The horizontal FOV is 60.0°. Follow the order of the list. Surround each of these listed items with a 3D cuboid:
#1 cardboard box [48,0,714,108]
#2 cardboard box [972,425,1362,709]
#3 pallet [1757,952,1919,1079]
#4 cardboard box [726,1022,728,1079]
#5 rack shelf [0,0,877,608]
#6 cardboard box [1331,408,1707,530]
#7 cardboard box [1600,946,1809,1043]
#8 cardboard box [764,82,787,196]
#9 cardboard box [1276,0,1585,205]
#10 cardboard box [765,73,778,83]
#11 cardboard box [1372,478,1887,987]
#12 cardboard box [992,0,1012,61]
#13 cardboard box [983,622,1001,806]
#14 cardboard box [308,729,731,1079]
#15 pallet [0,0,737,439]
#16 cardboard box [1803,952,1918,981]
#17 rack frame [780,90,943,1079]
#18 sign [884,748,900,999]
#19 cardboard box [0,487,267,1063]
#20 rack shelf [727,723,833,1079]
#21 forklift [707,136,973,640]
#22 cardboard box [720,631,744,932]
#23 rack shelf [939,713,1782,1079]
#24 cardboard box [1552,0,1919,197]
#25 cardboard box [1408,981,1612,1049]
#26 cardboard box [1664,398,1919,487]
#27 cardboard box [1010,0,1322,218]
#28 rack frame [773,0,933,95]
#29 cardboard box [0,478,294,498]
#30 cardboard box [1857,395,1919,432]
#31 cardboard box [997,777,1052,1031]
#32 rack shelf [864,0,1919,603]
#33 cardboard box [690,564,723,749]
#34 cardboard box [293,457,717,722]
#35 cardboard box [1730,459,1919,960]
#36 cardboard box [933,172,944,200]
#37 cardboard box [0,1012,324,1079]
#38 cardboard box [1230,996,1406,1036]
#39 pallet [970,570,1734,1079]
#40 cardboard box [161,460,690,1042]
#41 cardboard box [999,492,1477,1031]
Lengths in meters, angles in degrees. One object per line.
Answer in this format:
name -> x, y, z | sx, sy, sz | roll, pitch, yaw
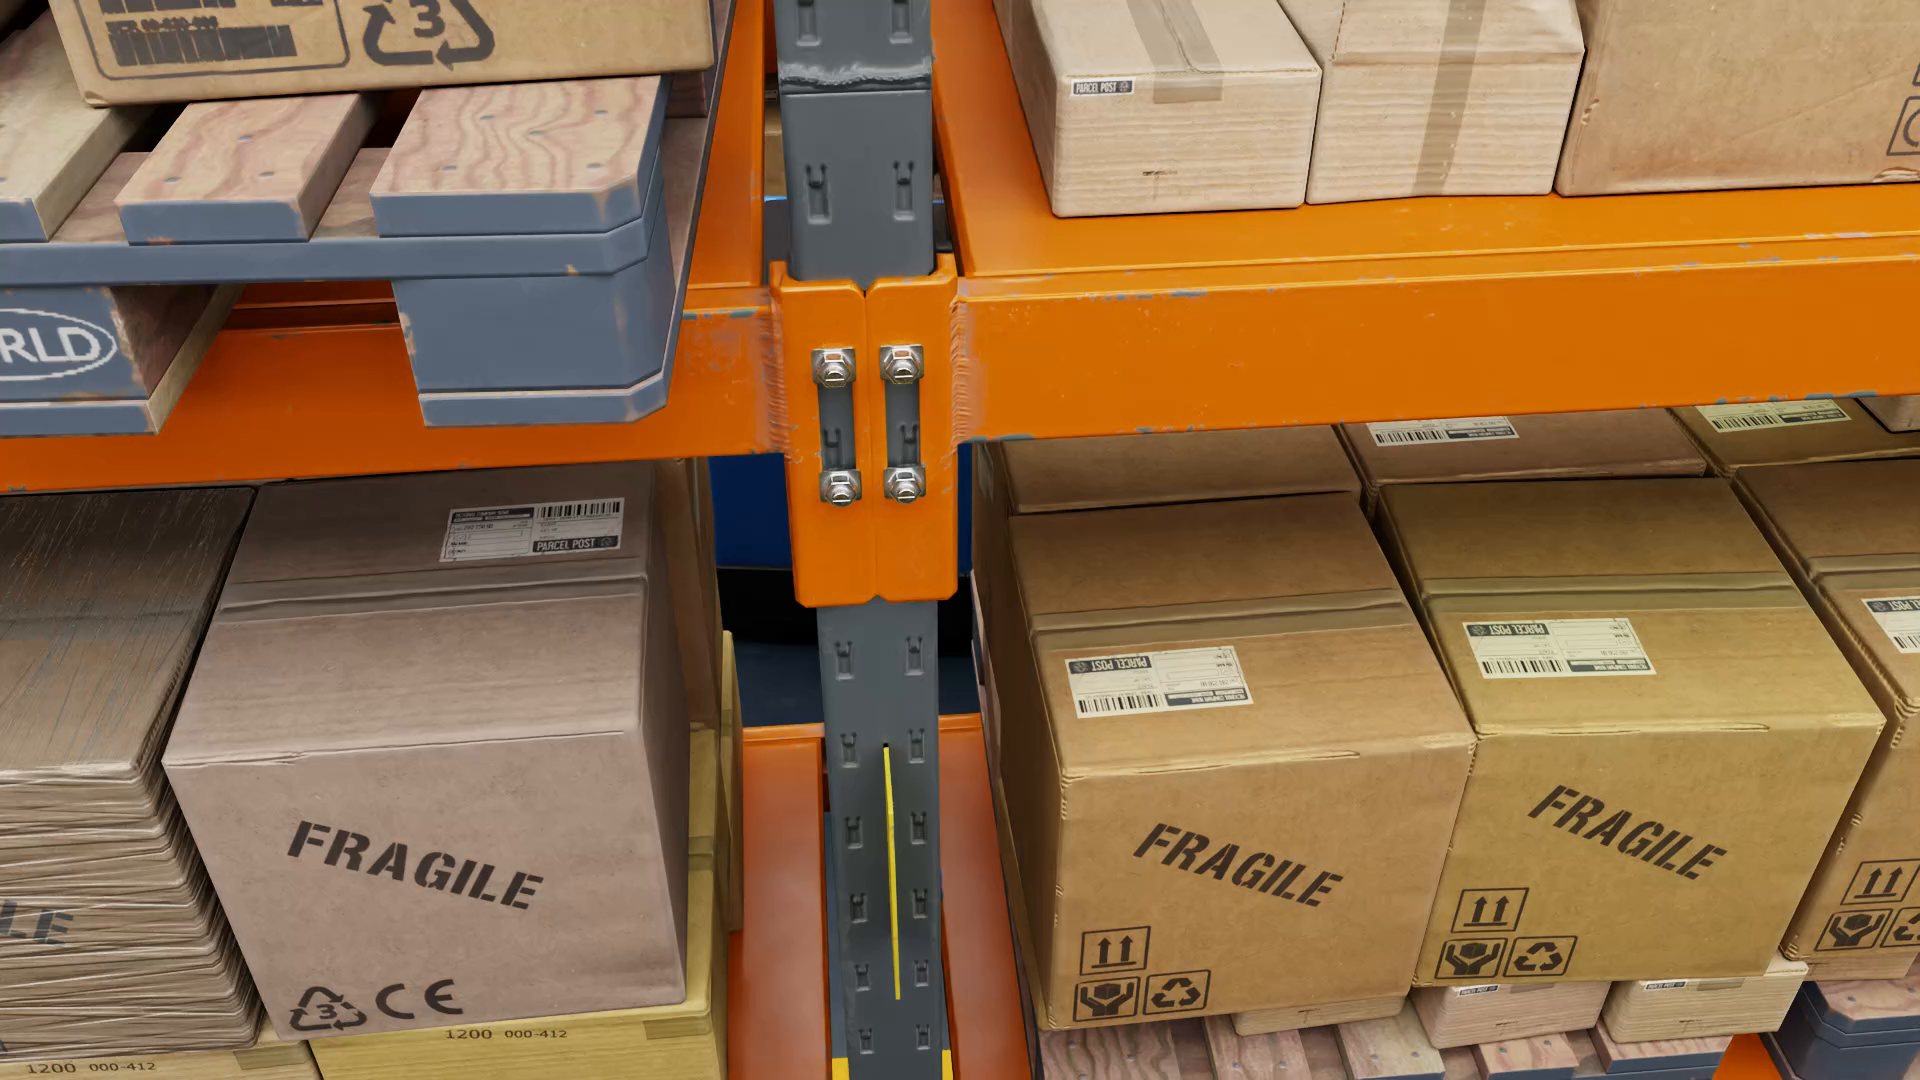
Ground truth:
cardboard box -> -0.492, -0.771, 1.461 | 0.637, 0.503, 0.797 | -5, 39, -7
cardboard box -> 0.298, -0.019, 2.692 | 0.500, 0.500, 0.500 | -4, 38, -5
pallet -> 1.838, 0.440, 2.926 | 1.213, 0.211, 1.003 | -3, 38, -4
cardboard box -> -0.611, 0.745, 2.505 | 0.500, 0.250, 0.500 | -4, 38, -6
rack shelf -> -2.122, -0.287, 1.851 | 4.000, 0.370, 1.077 | -3, 38, -4
cardboard box -> 0.812, -0.054, 2.737 | 0.500, 0.500, 0.500 | -4, 38, -5
cardboard box -> 1.047, 0.546, 2.501 | 0.250, 0.149, 0.380 | -3, 38, -4
cardboard box -> -0.976, -1.592, 7.024 | 0.500, 0.500, 0.500 | -2, 38, -3
cardboard box -> 0.453, -0.553, 1.716 | 0.258, 0.266, 0.396 | -3, 38, -4
cardboard box -> -1.018, -1.897, 7.412 | 0.500, 0.500, 0.500 | -2, 38, -2
cardboard box -> 0.857, 0.263, 2.335 | 0.500, 0.500, 0.500 | -1, 38, -2
cardboard box -> 0.165, -0.727, 2.031 | 0.250, 0.149, 0.380 | -3, 38, -4
cardboard box -> 0.176, 0.269, 2.851 | 0.250, 0.149, 0.380 | -2, 38, -2
cardboard box -> -0.590, 0.545, 2.356 | 0.500, 0.250, 0.500 | -3, 38, -4
pallet -> -0.767, -0.537, 1.740 | 1.003, 0.211, 1.213 | -1, 38, -2
cardboard box -> 1.280, 0.484, 2.579 | 0.250, 0.149, 0.380 | -1, 38, -1
rack frame -> -0.130, 0.499, 2.697 | 0.127, 3.000, 1.000 | -3, 38, -4
sign -> -0.078, 0.386, 1.904 | 0.005, 0.325, 0.100 | -3, 38, -4
cardboard box -> -1.132, 0.290, 2.073 | 0.500, 0.500, 0.500 | -3, 38, -3
rack shelf -> -2.122, 0.891, 2.780 | 4.000, 0.370, 1.077 | -3, 38, -4
forklift -> 0.690, -1.098, 4.776 | 3.031, 2.935, 1.130 | 2, 38, 2
cardboard box -> -0.640, 0.429, 2.906 | 0.500, 0.250, 0.500 | -4, 38, -5
rack shelf -> 1.862, 0.671, 3.058 | 4.000, 0.370, 1.077 | -3, 38, -4
cardboard box -> 0.815, -0.764, 1.795 | 0.500, 0.500, 0.700 | -3, 38, -4
cardboard box -> 0.771, 0.548, 2.498 | 0.250, 0.149, 0.380 | -6, 39, -7
cardboard box -> 1.315, -0.082, 2.773 | 0.500, 0.500, 0.500 | -6, 39, -7
cardboard box -> 0.199, -0.493, 1.734 | 0.250, 0.149, 0.380 | -3, 38, -4
rack frame -> -0.130, -1.857, 0.838 | 0.127, 3.000, 1.000 | -3, 38, -4
cardboard box -> -1.136, -0.024, 2.471 | 0.500, 0.500, 0.500 | -3, 38, -4
cardboard box -> 1.474, -0.341, 2.577 | 0.250, 0.149, 0.380 | -5, 39, -6
cardboard box -> 0.210, 0.529, 2.521 | 0.250, 0.149, 0.380 | -5, 39, -7
rack shelf -> 1.862, -0.506, 2.129 | 4.000, 0.370, 1.077 | -3, 38, -4
cardboard box -> -0.657, 0.237, 2.746 | 0.500, 0.250, 0.500 | -3, 38, -4
cardboard box -> -0.643, -0.057, 2.513 | 0.500, 0.500, 0.500 | -4, 38, -5
cardboard box -> 1.385, 0.230, 2.378 | 0.500, 0.500, 0.500 | -3, 38, -3
cardboard box -> 0.049, -1.822, 7.216 | 0.625, 0.625, 0.875 | -2, 38, -3
cardboard box -> -1.100, 0.575, 2.317 | 0.500, 0.250, 0.500 | -4, 38, -5
cardboard box -> 0.495, 0.534, 2.515 | 0.250, 0.149, 0.380 | -5, 39, -7
pallet -> 0.570, 0.469, 2.889 | 1.003, 0.211, 1.213 | -3, 38, -4
cardboard box -> -0.622, 0.257, 2.115 | 0.500, 0.500, 0.500 | -4, 38, -5
cardboard box -> 0.339, 0.296, 2.294 | 0.500, 0.500, 0.500 | -4, 38, -5
